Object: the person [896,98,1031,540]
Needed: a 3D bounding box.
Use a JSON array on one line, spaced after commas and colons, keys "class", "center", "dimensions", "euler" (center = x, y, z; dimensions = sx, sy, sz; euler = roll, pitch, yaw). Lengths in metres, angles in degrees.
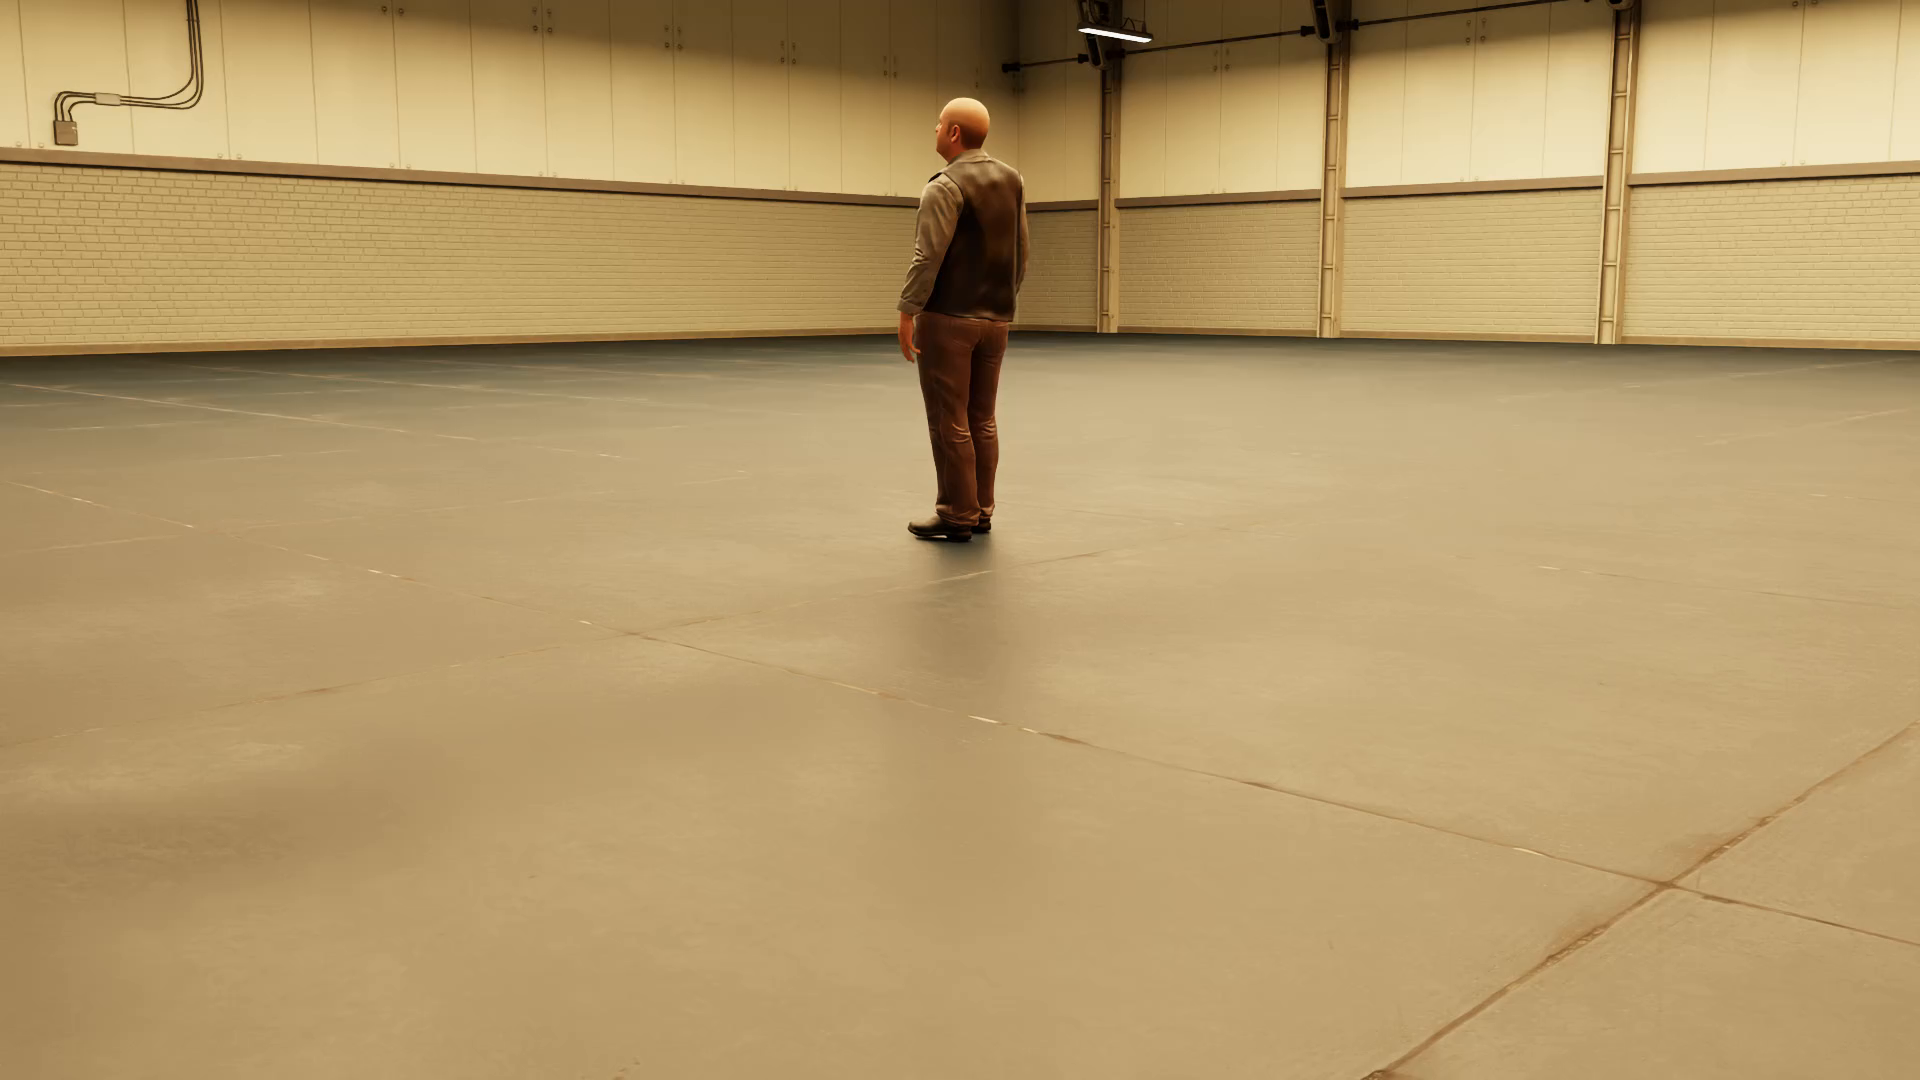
[{"class": "person", "center": [-0.039, -0.866, 6.636], "dimensions": [0.568, 1.720, 0.632], "euler": [8, 12, 43]}]
